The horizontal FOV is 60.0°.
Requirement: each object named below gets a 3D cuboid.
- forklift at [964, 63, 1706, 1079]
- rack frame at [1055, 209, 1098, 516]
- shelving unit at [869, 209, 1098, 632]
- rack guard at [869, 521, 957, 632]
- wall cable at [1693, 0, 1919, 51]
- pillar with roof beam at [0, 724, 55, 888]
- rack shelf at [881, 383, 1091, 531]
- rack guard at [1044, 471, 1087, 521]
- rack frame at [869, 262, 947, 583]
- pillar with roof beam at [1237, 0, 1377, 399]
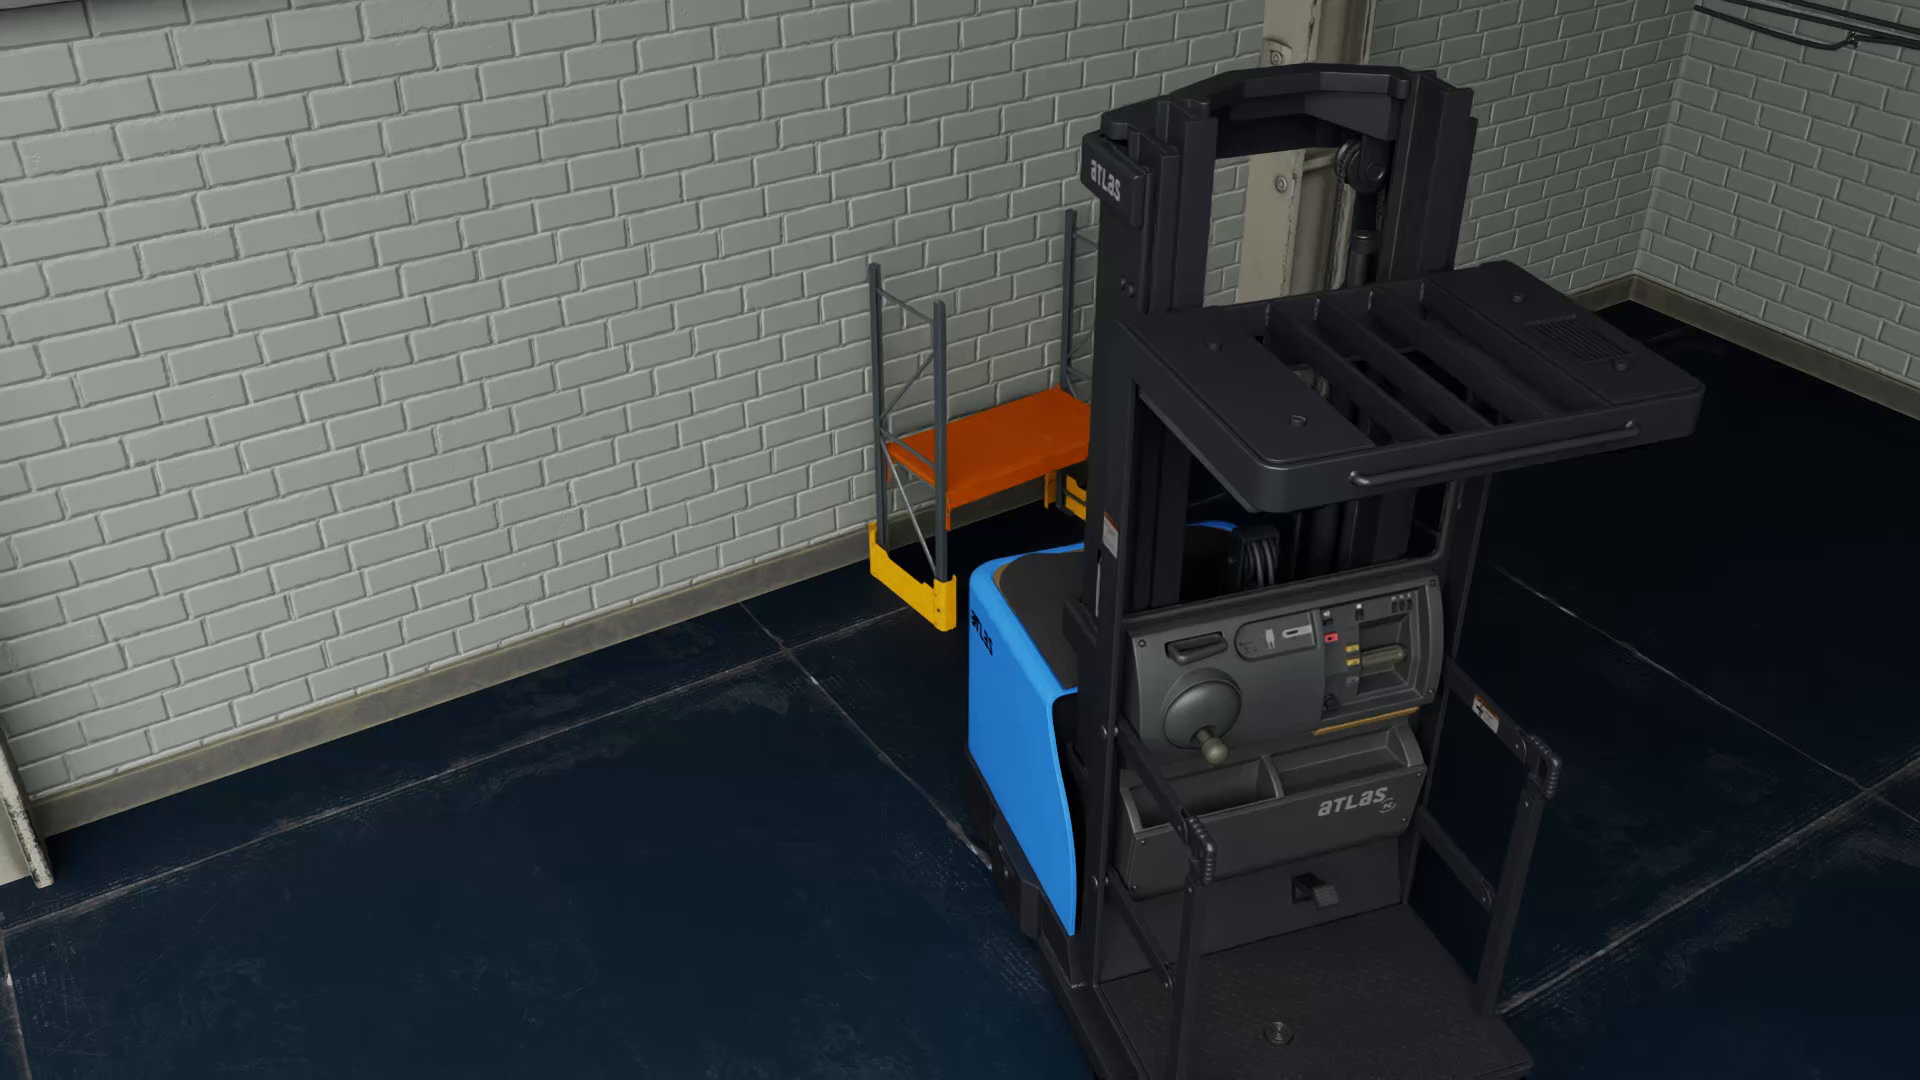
[{"bbox_3d":[0.974,0.404,4.362,1.130,2.935,3.031,-10,34,-16],"label":"forklift"},{"bbox_3d":[0.616,-0.692,7.441,0.032,1.500,0.500,-21,38,-30],"label":"rack frame"},{"bbox_3d":[0.195,-0.531,7.186,1.083,1.500,0.587,-21,38,-30],"label":"shelving unit"},{"bbox_3d":[-0.210,0.153,7.274,0.087,0.250,0.587,-21,38,-30],"label":"rack guard"},{"bbox_3d":[4.808,-3.294,7.447,0.112,2.526,3.097,-19,37,-27],"label":"wall cable"},{"bbox_3d":[-1.095,-0.683,0.399,0.400,9.000,9.100,-19,37,-27],"label":"pillar with roof beam"},{"bbox_3d":[0.203,-0.382,7.286,1.000,0.185,0.538,-21,38,-30],"label":"rack shelf"},{"bbox_3d":[0.600,-0.157,7.765,0.087,0.250,0.587,-21,38,-30],"label":"rack guard"},{"bbox_3d":[-0.211,-0.376,6.940,0.032,1.500,0.500,-21,38,-30],"label":"rack frame"},{"bbox_3d":[3.948,-2.418,3.148,0.400,9.000,9.100,-19,37,-27],"label":"pillar with roof beam"}]
